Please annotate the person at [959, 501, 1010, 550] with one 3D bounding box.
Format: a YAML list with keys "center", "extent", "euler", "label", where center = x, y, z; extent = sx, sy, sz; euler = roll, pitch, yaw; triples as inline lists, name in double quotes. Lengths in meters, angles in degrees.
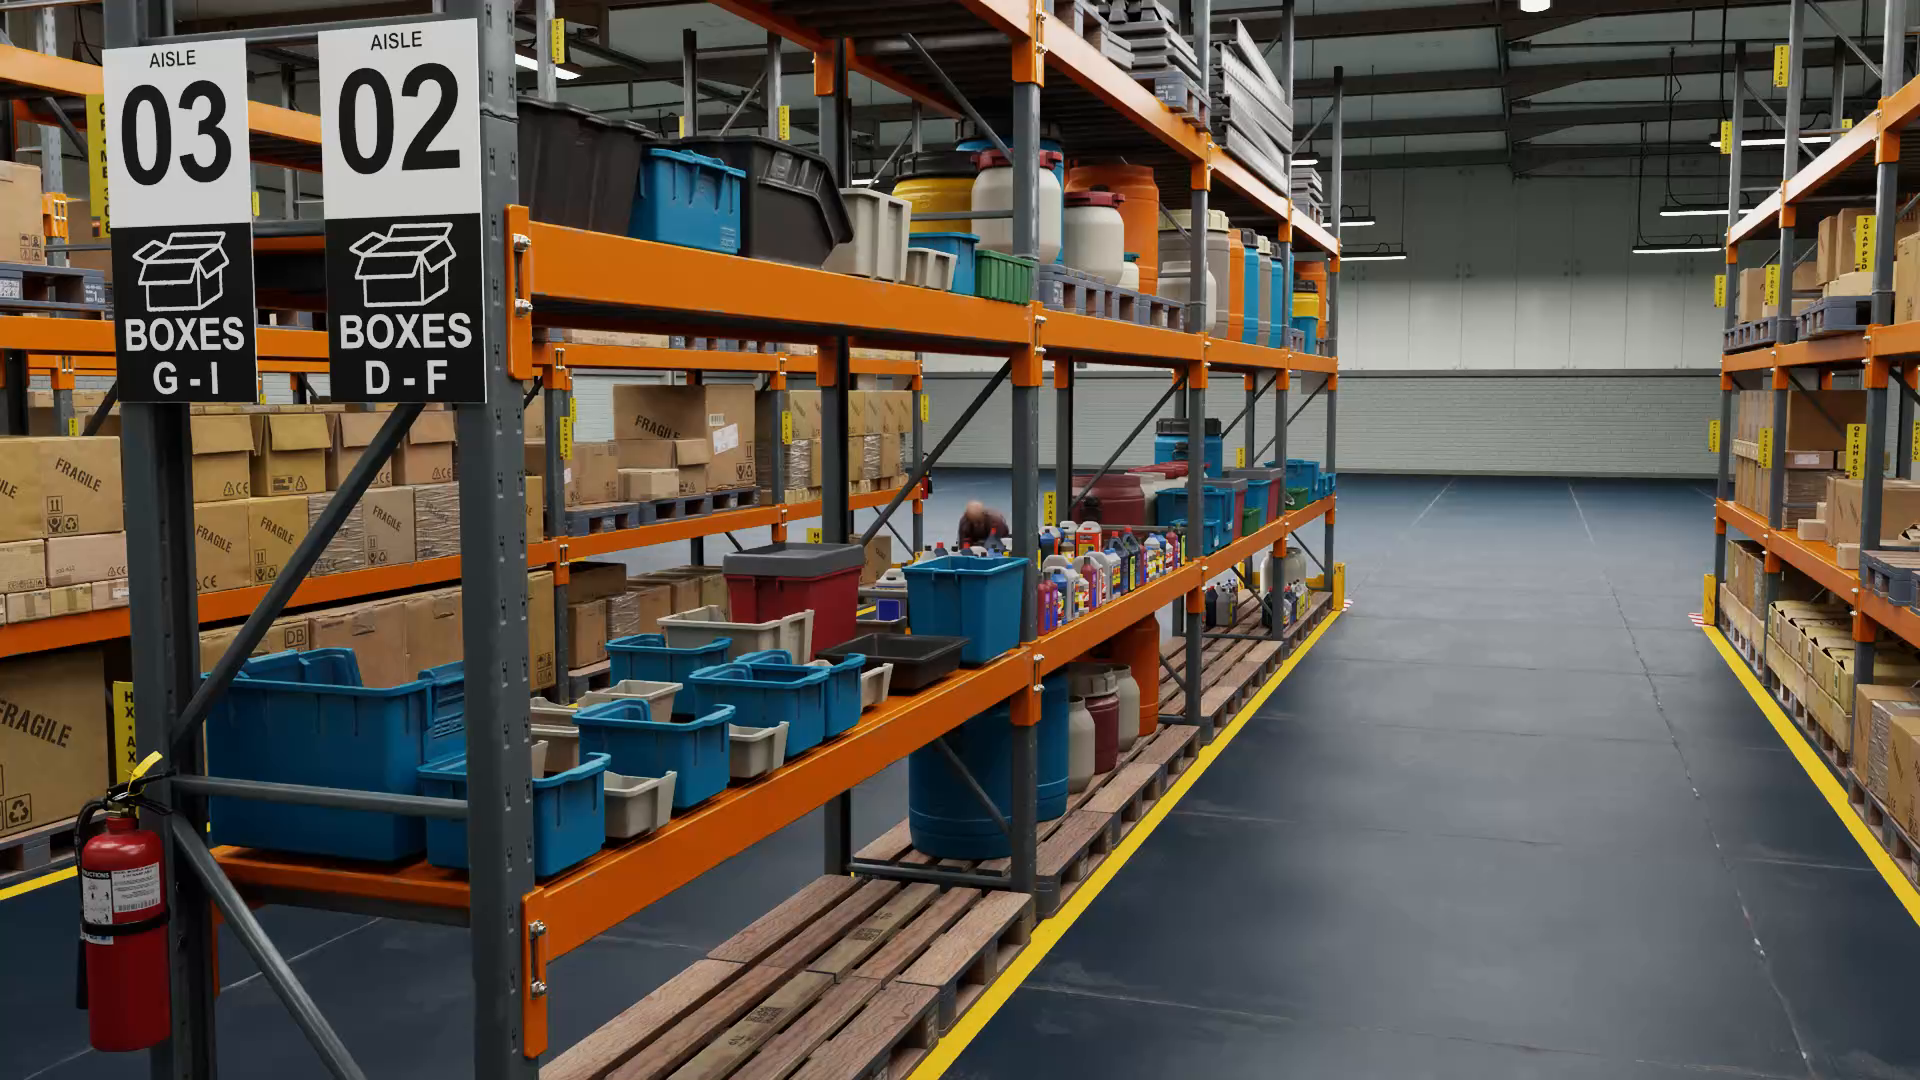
- center: [0.227, 0.276, 16.652]
  extent: [0.547, 1.370, 0.891]
  euler: [2, 5, 17]
  label: "person"
